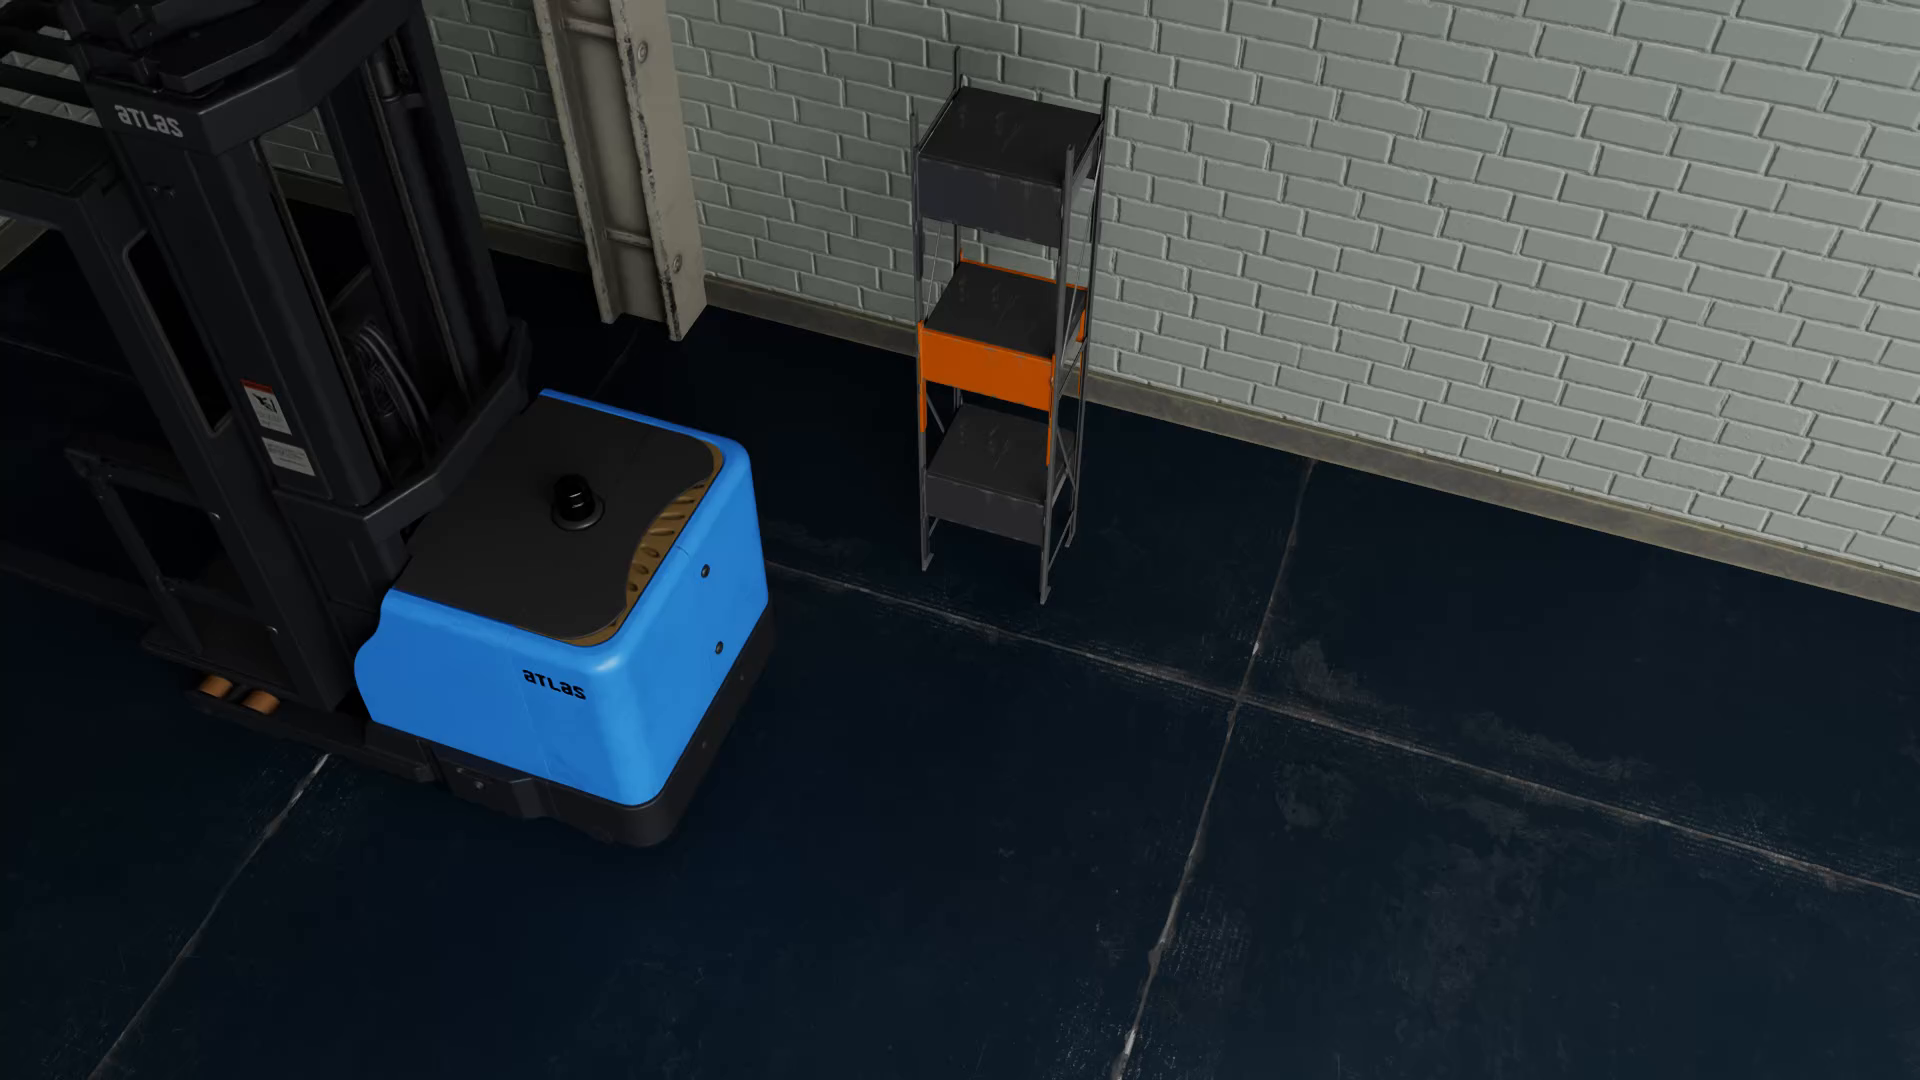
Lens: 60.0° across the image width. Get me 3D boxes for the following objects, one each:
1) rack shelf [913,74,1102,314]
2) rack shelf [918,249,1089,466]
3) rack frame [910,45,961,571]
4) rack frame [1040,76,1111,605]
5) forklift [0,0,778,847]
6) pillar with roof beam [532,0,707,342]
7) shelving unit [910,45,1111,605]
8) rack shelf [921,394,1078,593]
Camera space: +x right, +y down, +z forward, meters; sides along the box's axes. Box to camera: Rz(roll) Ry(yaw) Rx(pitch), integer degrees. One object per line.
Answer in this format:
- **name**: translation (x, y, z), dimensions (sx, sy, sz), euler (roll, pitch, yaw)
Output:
- **rack shelf**: translation (0.155, -1.094, 5.267), dimensions (0.480, 0.518, 0.431), euler (16, 51, 13)
- **rack shelf**: translation (0.155, -0.635, 5.796), dimensions (0.480, 0.518, 0.431), euler (16, 51, 13)
- **rack frame**: translation (-0.074, -0.708, 5.841), dimensions (0.015, 2.100, 0.400), euler (16, 51, 13)
- **rack frame**: translation (0.384, -0.580, 5.730), dimensions (0.015, 2.100, 0.400), euler (16, 51, 13)
- **forklift**: translation (-2.250, -0.621, 5.215), dimensions (3.031, 2.935, 1.130), euler (16, 51, 13)
- **pillar with roof beam**: translation (-2.868, -0.935, 1.472), dimensions (0.400, 9.000, 9.100), euler (16, 51, 13)
- **shelving unit**: translation (0.155, -0.644, 5.786), dimensions (0.503, 2.100, 0.431), euler (16, 51, 13)
- **rack shelf**: translation (0.155, -0.177, 6.325), dimensions (0.480, 0.518, 0.431), euler (16, 51, 13)
